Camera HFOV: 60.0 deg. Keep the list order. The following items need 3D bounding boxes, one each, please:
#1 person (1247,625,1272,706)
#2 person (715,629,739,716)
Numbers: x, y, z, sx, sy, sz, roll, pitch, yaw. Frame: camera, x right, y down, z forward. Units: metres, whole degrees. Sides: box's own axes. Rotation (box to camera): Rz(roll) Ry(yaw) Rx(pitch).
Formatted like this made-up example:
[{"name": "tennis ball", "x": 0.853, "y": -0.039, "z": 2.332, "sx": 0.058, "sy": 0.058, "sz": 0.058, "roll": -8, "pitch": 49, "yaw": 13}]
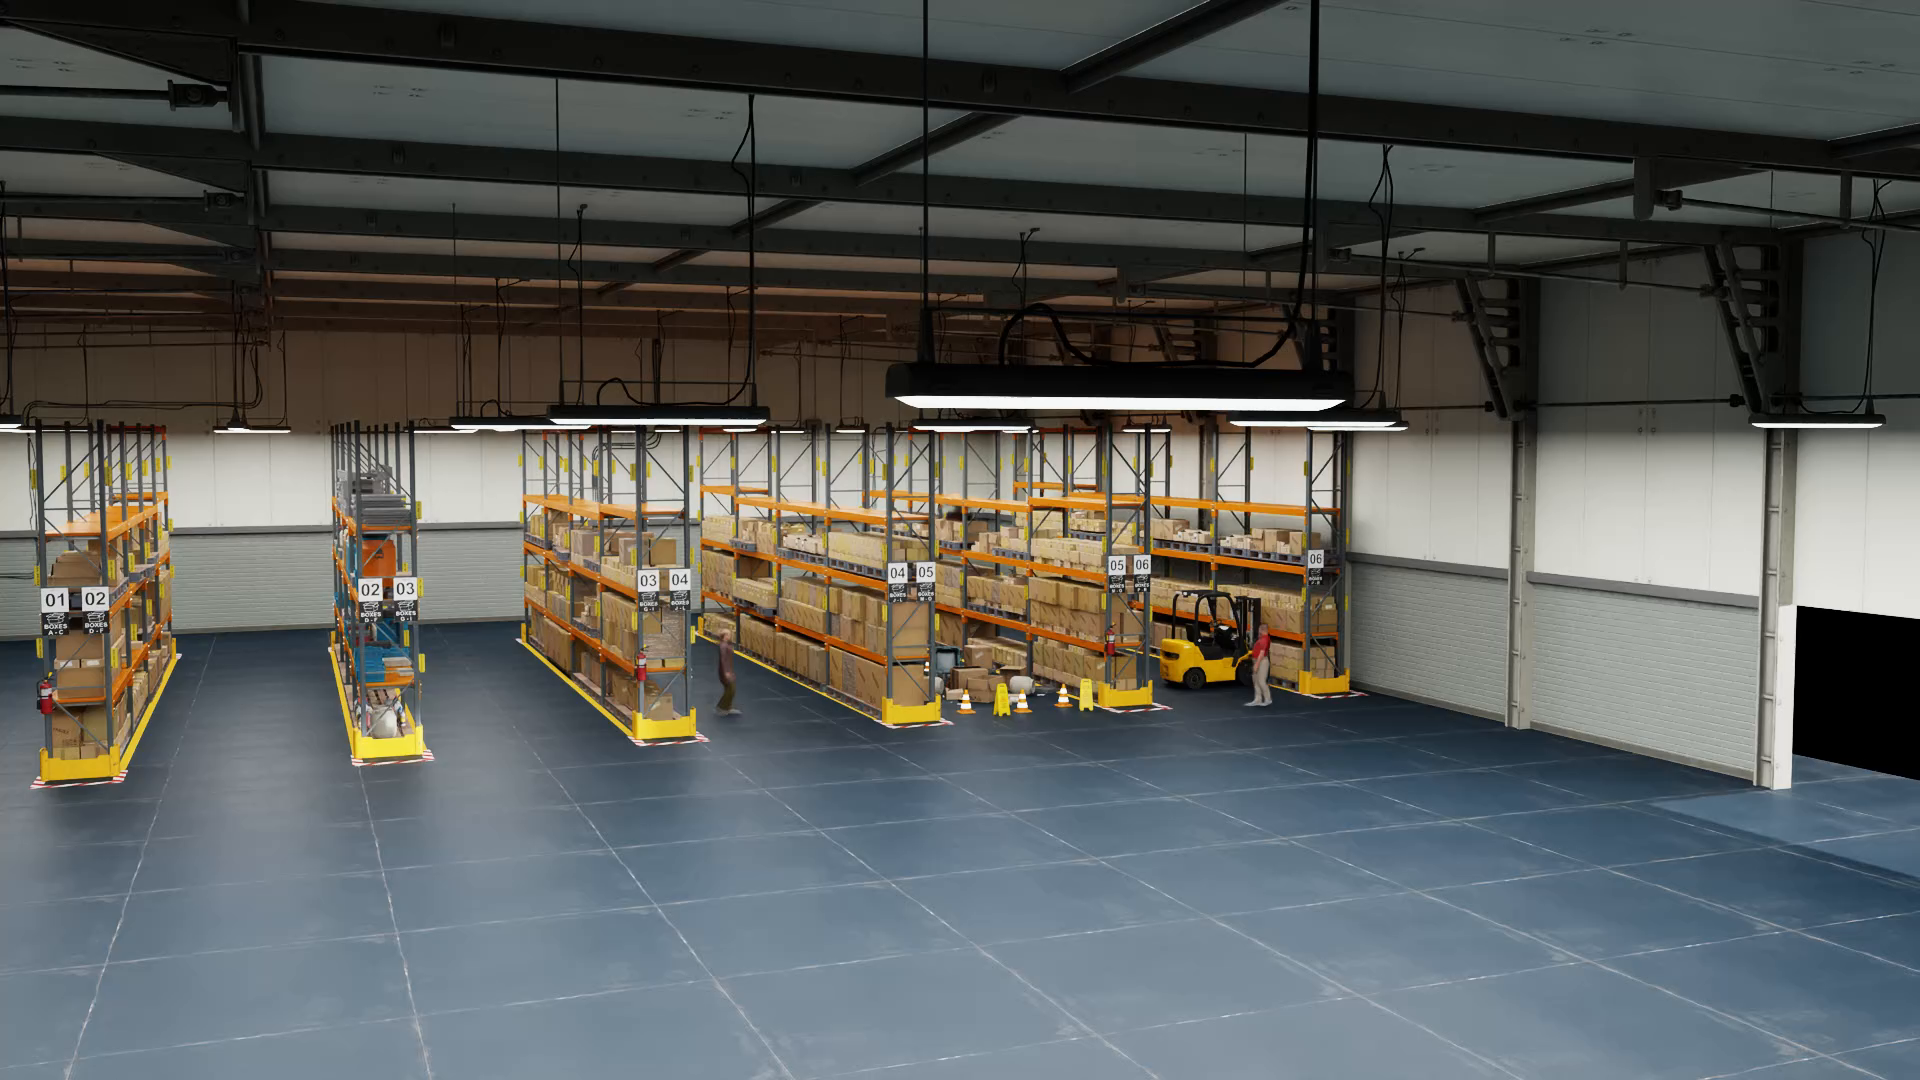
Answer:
[{"name": "person", "x": 6.358, "y": 2.661, "z": 35.230, "sx": 0.485, "sy": 1.743, "sz": 0.569, "roll": -1, "pitch": 4, "yaw": -15}, {"name": "person", "x": -4.800, "y": 2.737, "z": 34.269, "sx": 0.483, "sy": 1.806, "sz": 0.638, "roll": 0, "pitch": 4, "yaw": -2}]
